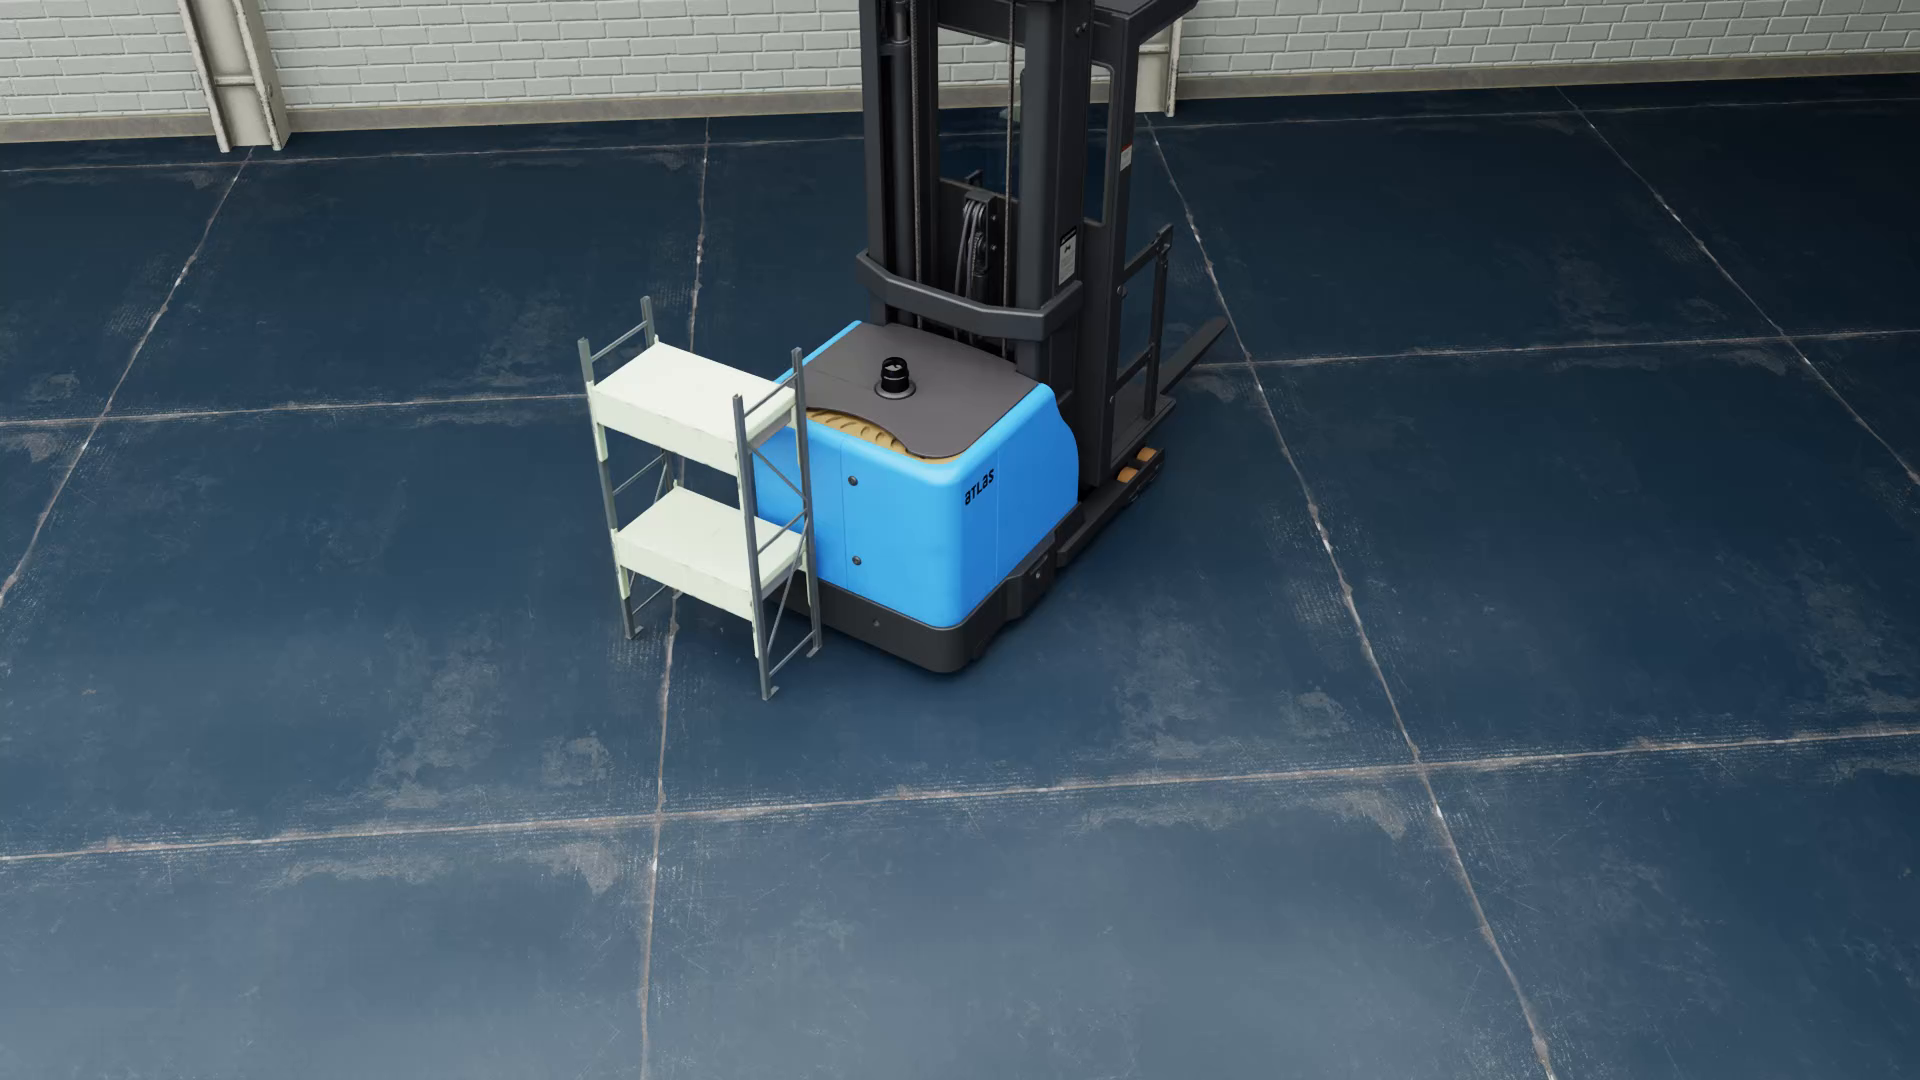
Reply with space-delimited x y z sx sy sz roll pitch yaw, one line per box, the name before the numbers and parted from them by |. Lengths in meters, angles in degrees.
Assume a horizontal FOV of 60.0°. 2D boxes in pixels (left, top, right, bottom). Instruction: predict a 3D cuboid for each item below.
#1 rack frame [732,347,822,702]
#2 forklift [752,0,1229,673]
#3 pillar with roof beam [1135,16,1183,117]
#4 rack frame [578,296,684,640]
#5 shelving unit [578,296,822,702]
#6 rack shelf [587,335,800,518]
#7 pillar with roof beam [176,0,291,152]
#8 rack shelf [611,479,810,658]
rack frame | -0.707 -0.027 6.574 0.023 1.500 0.400 21 43 24
forklift | 0.340 -1.479 7.258 1.130 2.935 3.031 22 43 25
pillar with roof beam | 1.648 -3.877 5.399 0.400 9.000 9.100 -3 38 -4
rack frame | -1.331 -0.264 6.874 0.023 1.500 0.400 21 43 24
shelving unit | -1.019 -0.146 6.724 0.755 1.500 0.431 21 43 24
rack shelf | -1.019 -0.452 6.482 0.720 0.370 0.431 21 43 24
pillar with roof beam | -4.328 -3.548 4.982 0.400 9.000 9.100 -3 38 -4
rack shelf | -1.019 0.110 6.926 0.720 0.370 0.431 21 43 24
